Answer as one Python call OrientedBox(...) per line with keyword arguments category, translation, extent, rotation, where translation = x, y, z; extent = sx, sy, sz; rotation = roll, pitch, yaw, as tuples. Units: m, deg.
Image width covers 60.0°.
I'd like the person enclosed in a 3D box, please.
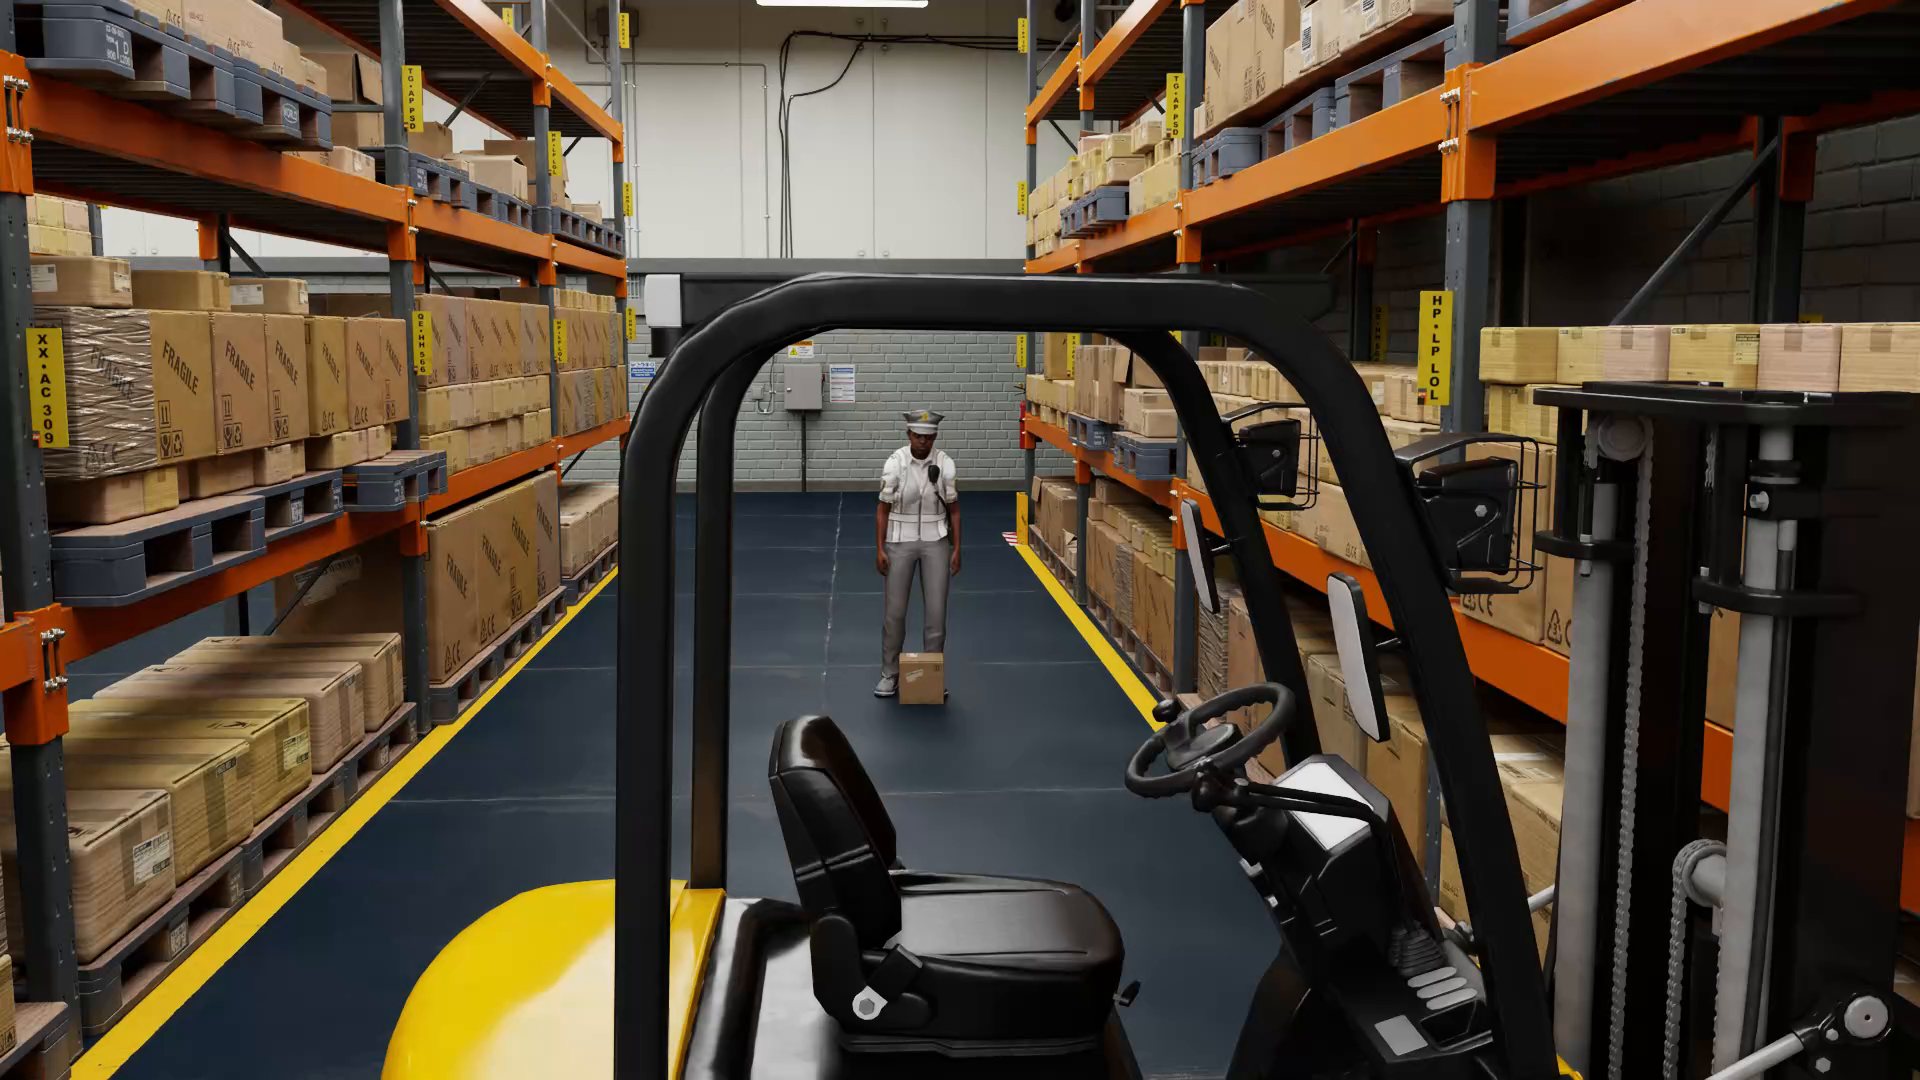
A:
OrientedBox(category="person", translation=(-0.248, 0.070, 9.686), extent=(0.518, 1.658, 0.417), rotation=(-1, 7, -5))
